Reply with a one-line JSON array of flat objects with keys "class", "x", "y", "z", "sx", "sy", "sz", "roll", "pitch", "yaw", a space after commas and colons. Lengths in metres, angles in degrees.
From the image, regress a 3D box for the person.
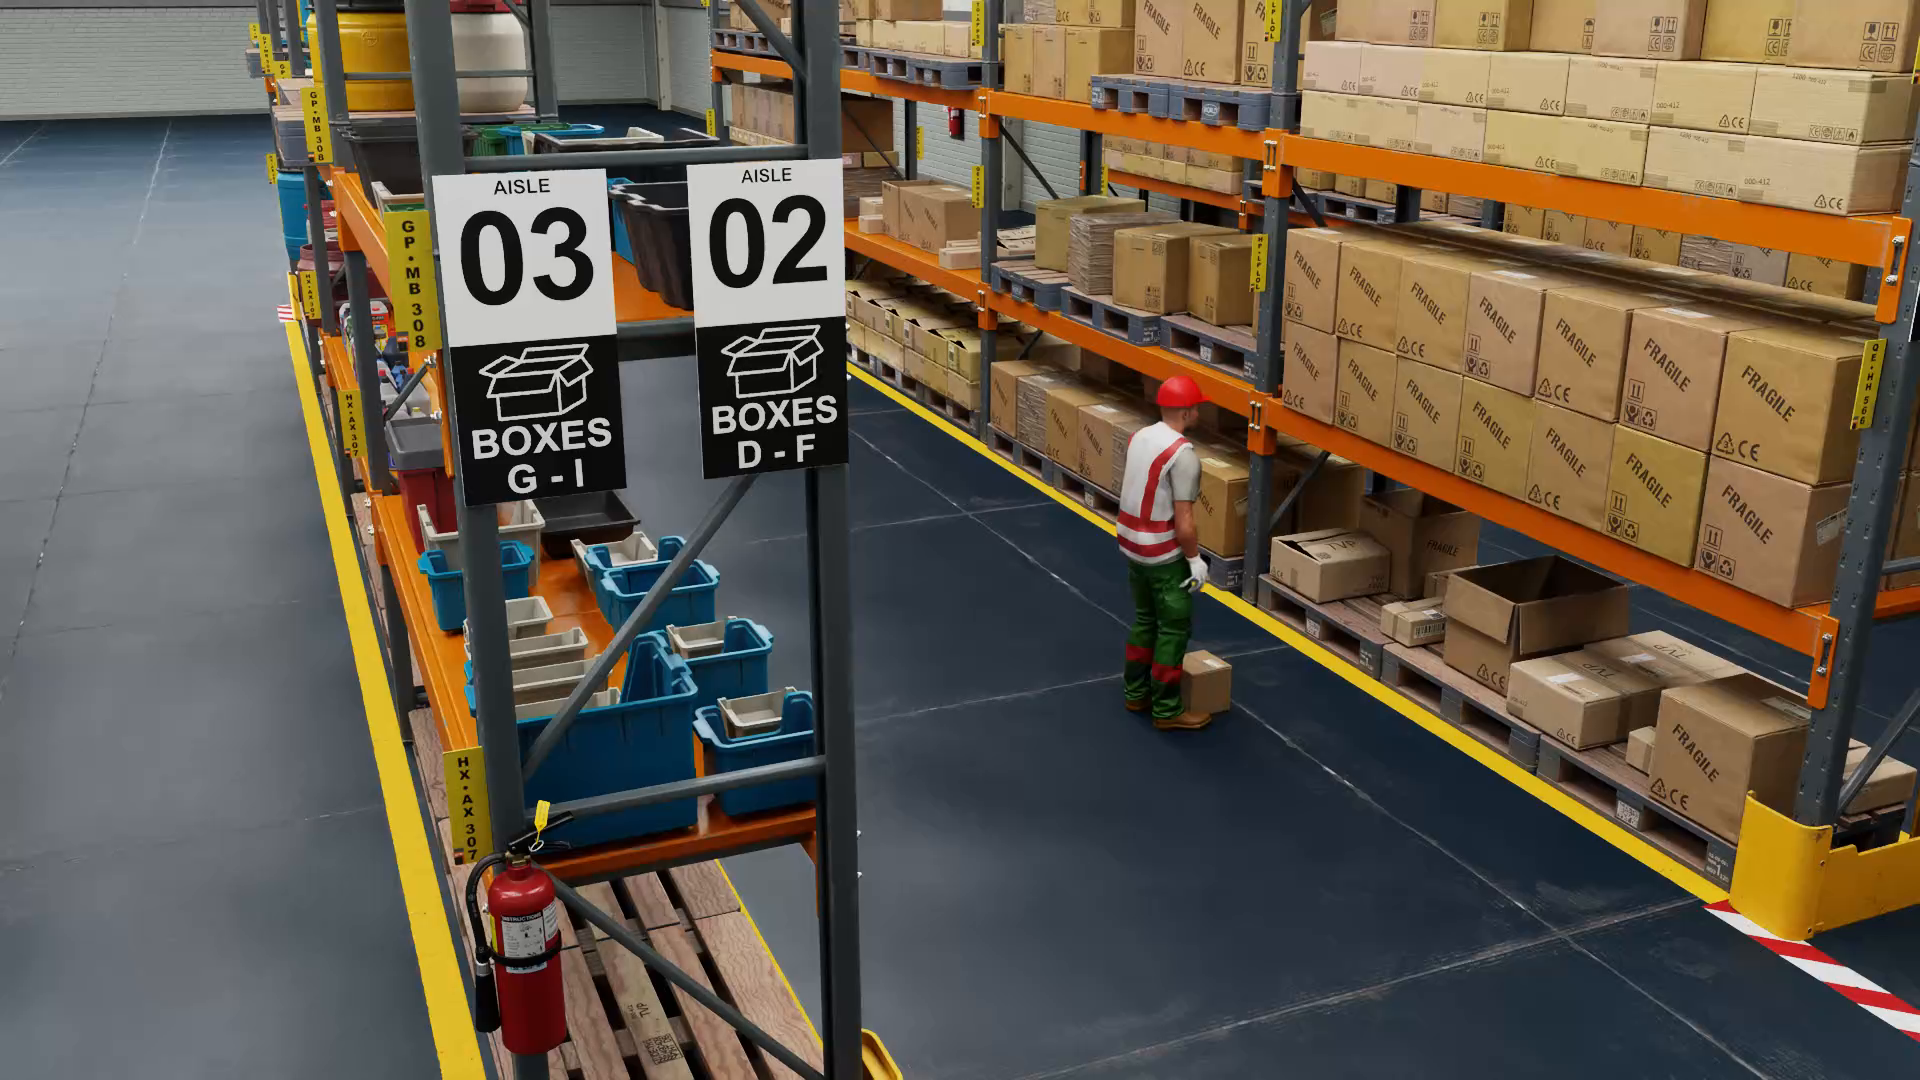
[{"class": "person", "x": 1.033, "y": 0.055, "z": 8.375, "sx": 0.454, "sy": 1.779, "sz": 0.620, "roll": -8, "pitch": 20, "yaw": -23}]
